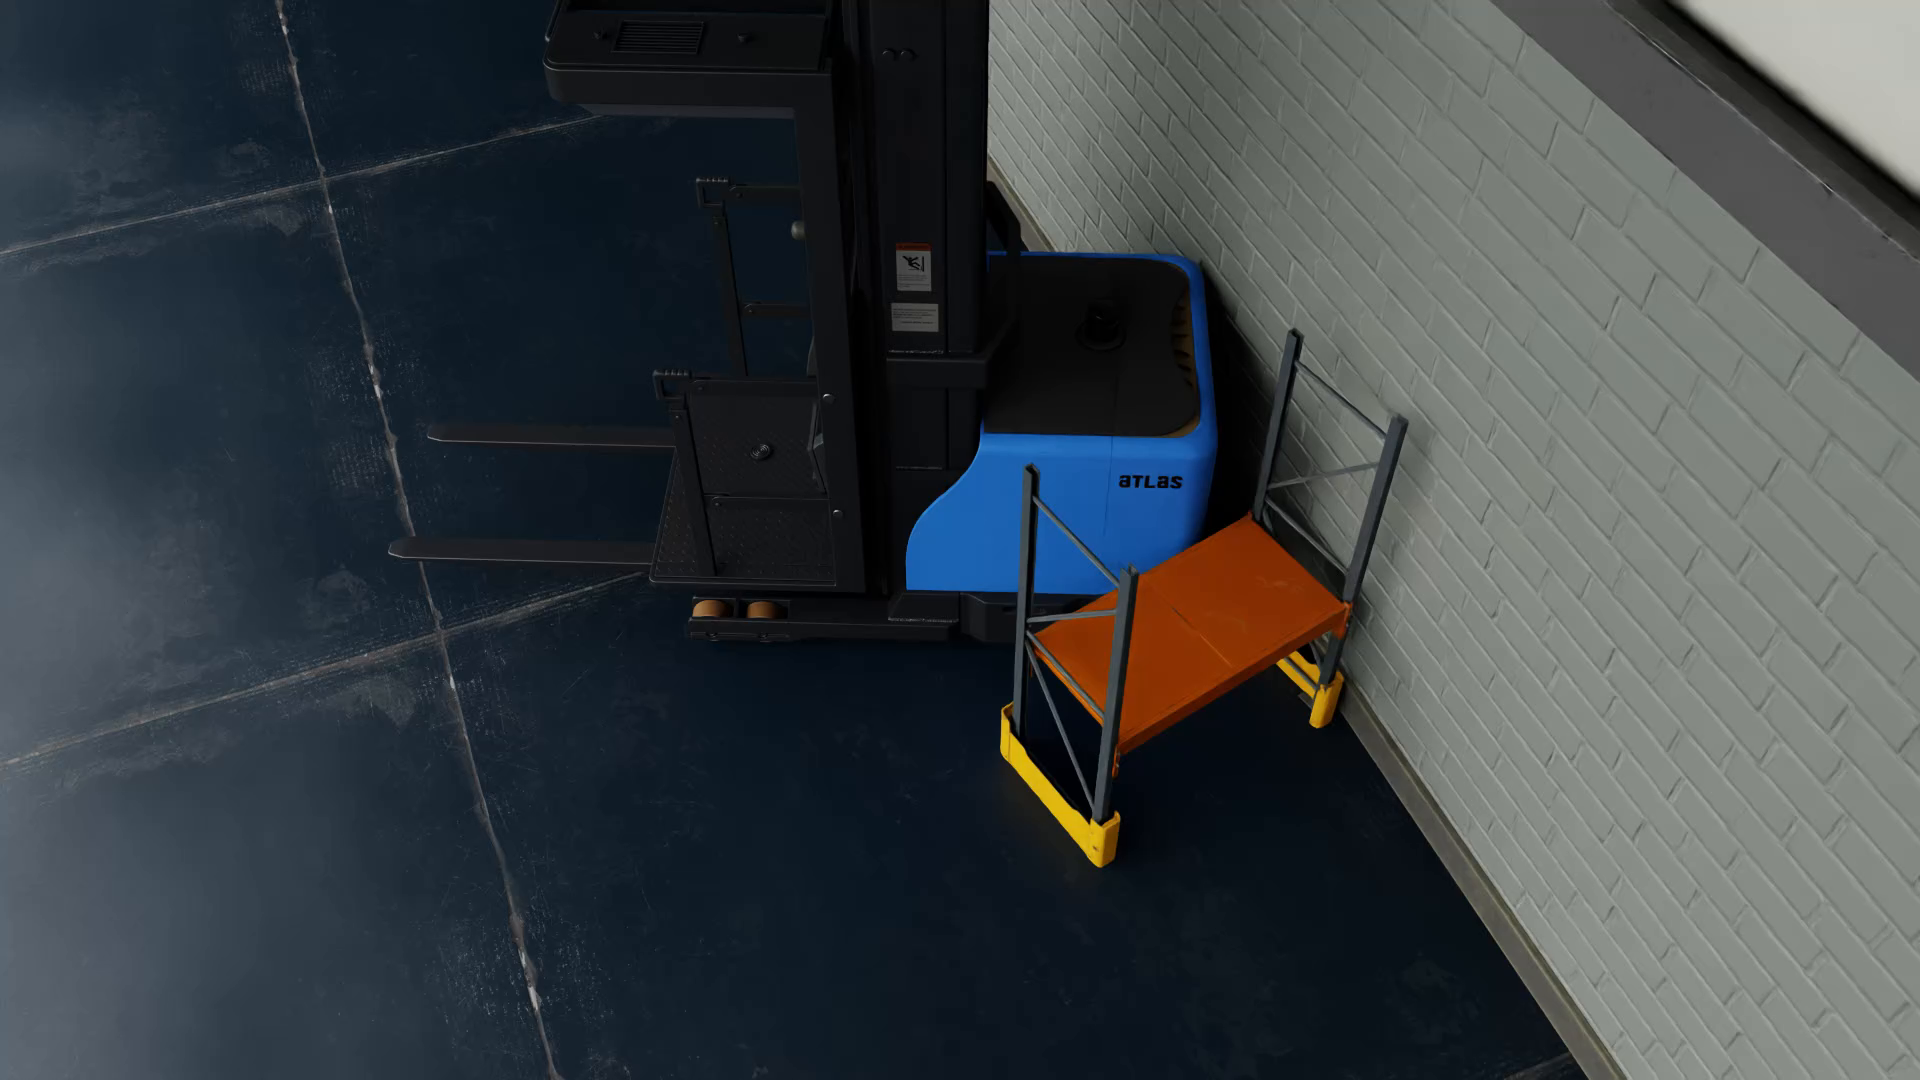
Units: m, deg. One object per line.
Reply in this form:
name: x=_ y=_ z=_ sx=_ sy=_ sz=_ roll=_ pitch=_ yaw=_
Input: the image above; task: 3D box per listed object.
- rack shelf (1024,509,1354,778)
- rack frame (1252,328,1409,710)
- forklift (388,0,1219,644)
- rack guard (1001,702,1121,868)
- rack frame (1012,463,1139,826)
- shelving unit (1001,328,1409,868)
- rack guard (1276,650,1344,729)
rack shelf: x=0.755 y=0.326 z=5.560 sx=1.000 sy=0.185 sz=0.538 roll=-28 pitch=55 yaw=-22
rack frame: x=1.173 y=-0.010 z=5.611 sx=0.032 sy=1.500 sz=0.500 roll=-28 pitch=55 yaw=-22
forklift: x=-0.629 y=-0.971 z=5.493 sx=3.031 sy=2.935 sz=1.130 roll=1 pitch=49 yaw=1
rack guard: x=0.337 y=0.834 z=5.710 sx=0.087 sy=0.250 sz=0.587 roll=-28 pitch=55 yaw=-22
rack frame: x=0.336 y=0.427 z=5.235 sx=0.032 sy=1.500 sz=0.500 roll=-28 pitch=55 yaw=-22
shelving unit: x=0.747 y=0.212 z=5.420 sx=1.083 sy=1.500 sz=0.587 roll=-28 pitch=55 yaw=-22
rack guard: x=1.157 y=0.405 z=6.078 sx=0.087 sy=0.250 sz=0.587 roll=-28 pitch=55 yaw=-22
